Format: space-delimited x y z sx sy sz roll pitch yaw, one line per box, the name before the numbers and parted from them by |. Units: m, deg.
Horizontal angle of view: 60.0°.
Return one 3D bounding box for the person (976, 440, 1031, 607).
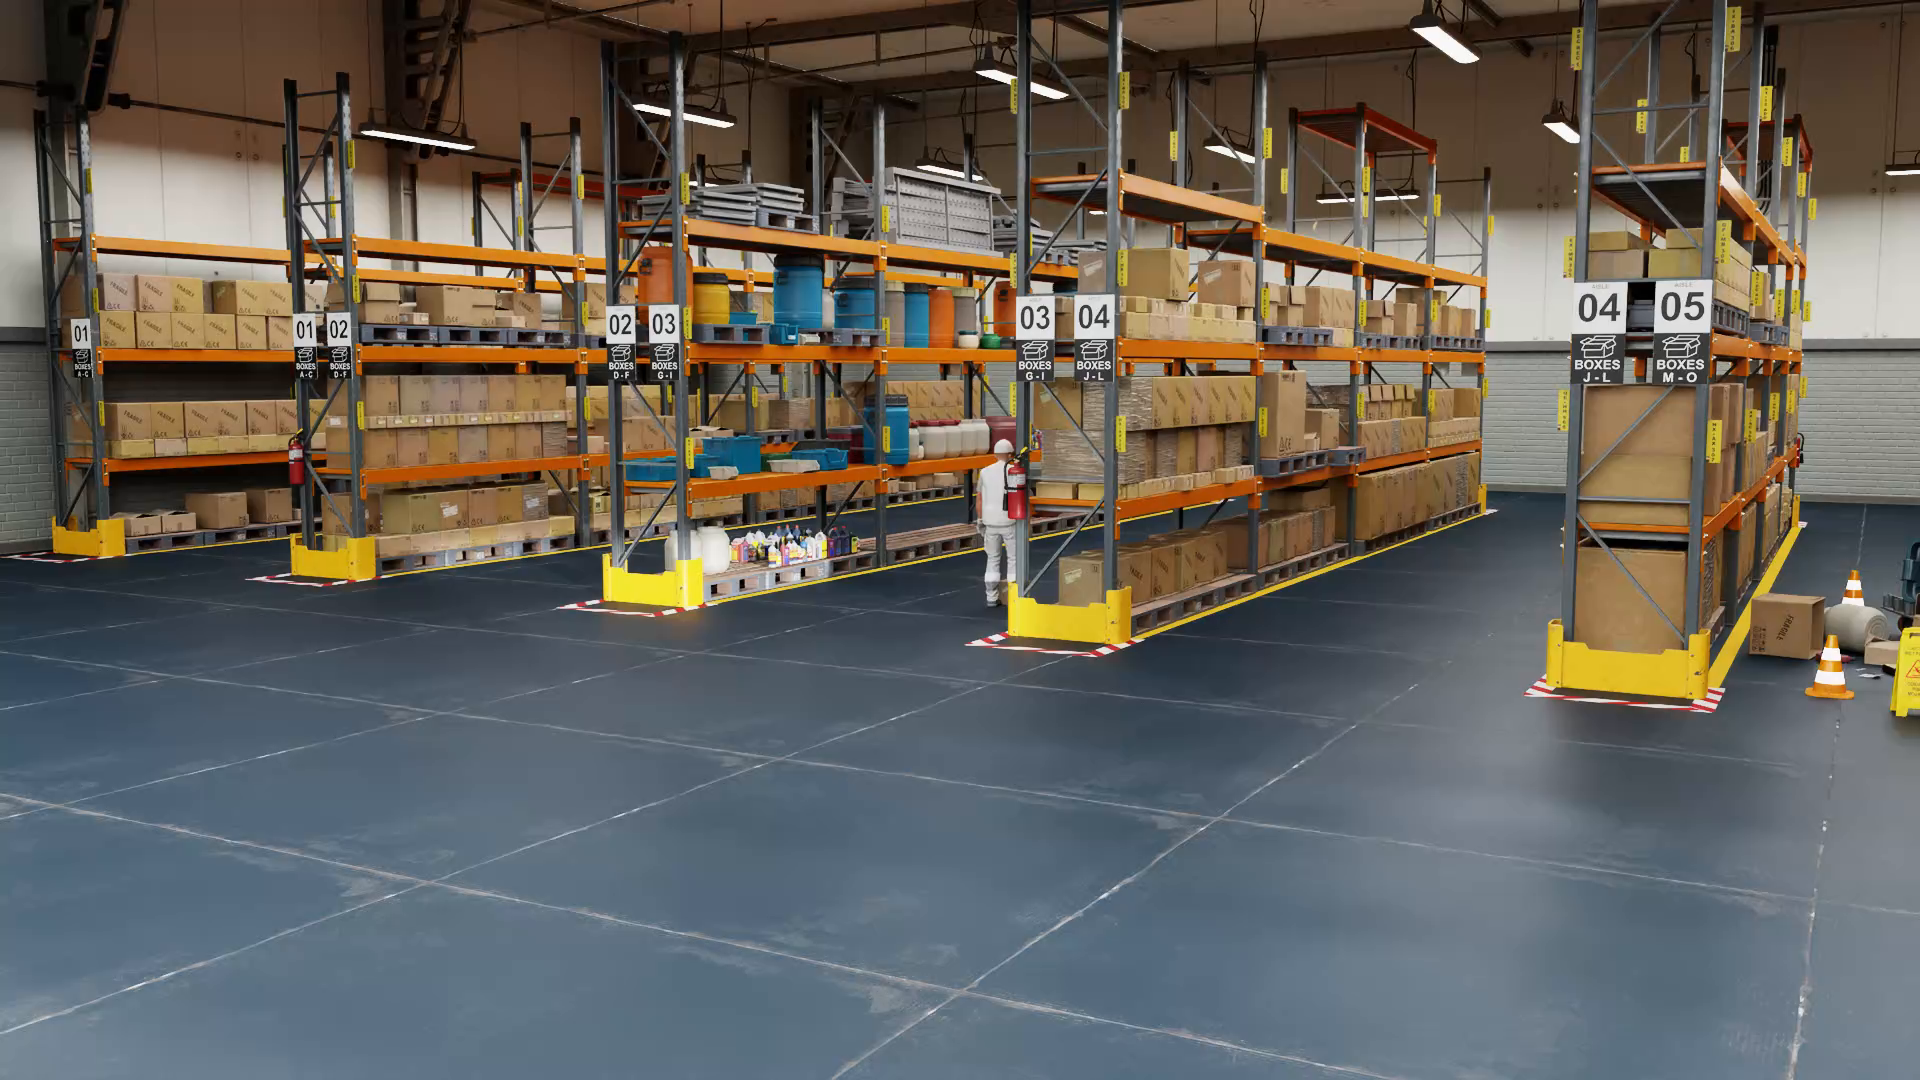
person | 0.461 -0.178 17.731 0.618 1.780 0.446 3 7 26
